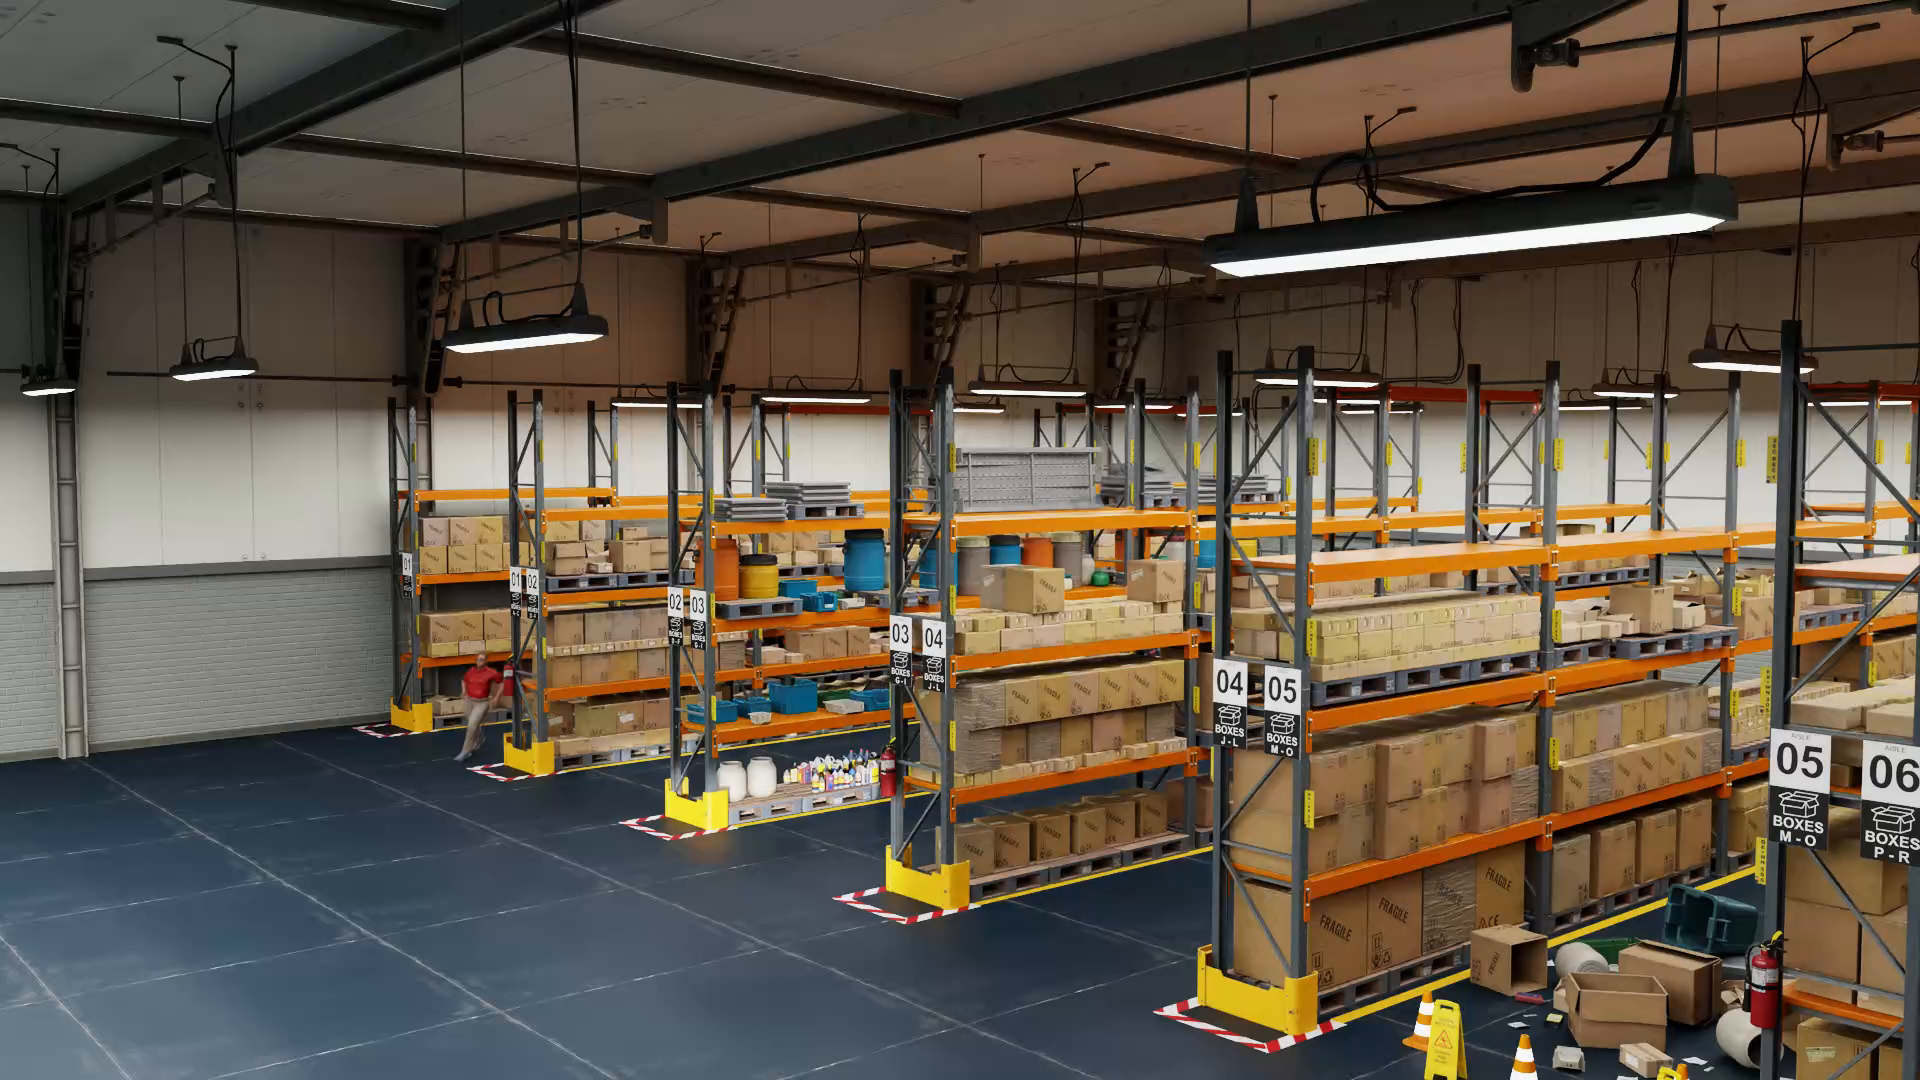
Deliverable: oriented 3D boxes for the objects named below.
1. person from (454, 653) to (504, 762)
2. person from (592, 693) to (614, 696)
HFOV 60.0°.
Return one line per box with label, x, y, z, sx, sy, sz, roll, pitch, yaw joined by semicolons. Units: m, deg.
person;-7.924;2.717;27.290;0.742;1.729;0.900;1;4;21
person;-6.204;2.596;28.982;0.670;1.801;0.728;3;4;42
